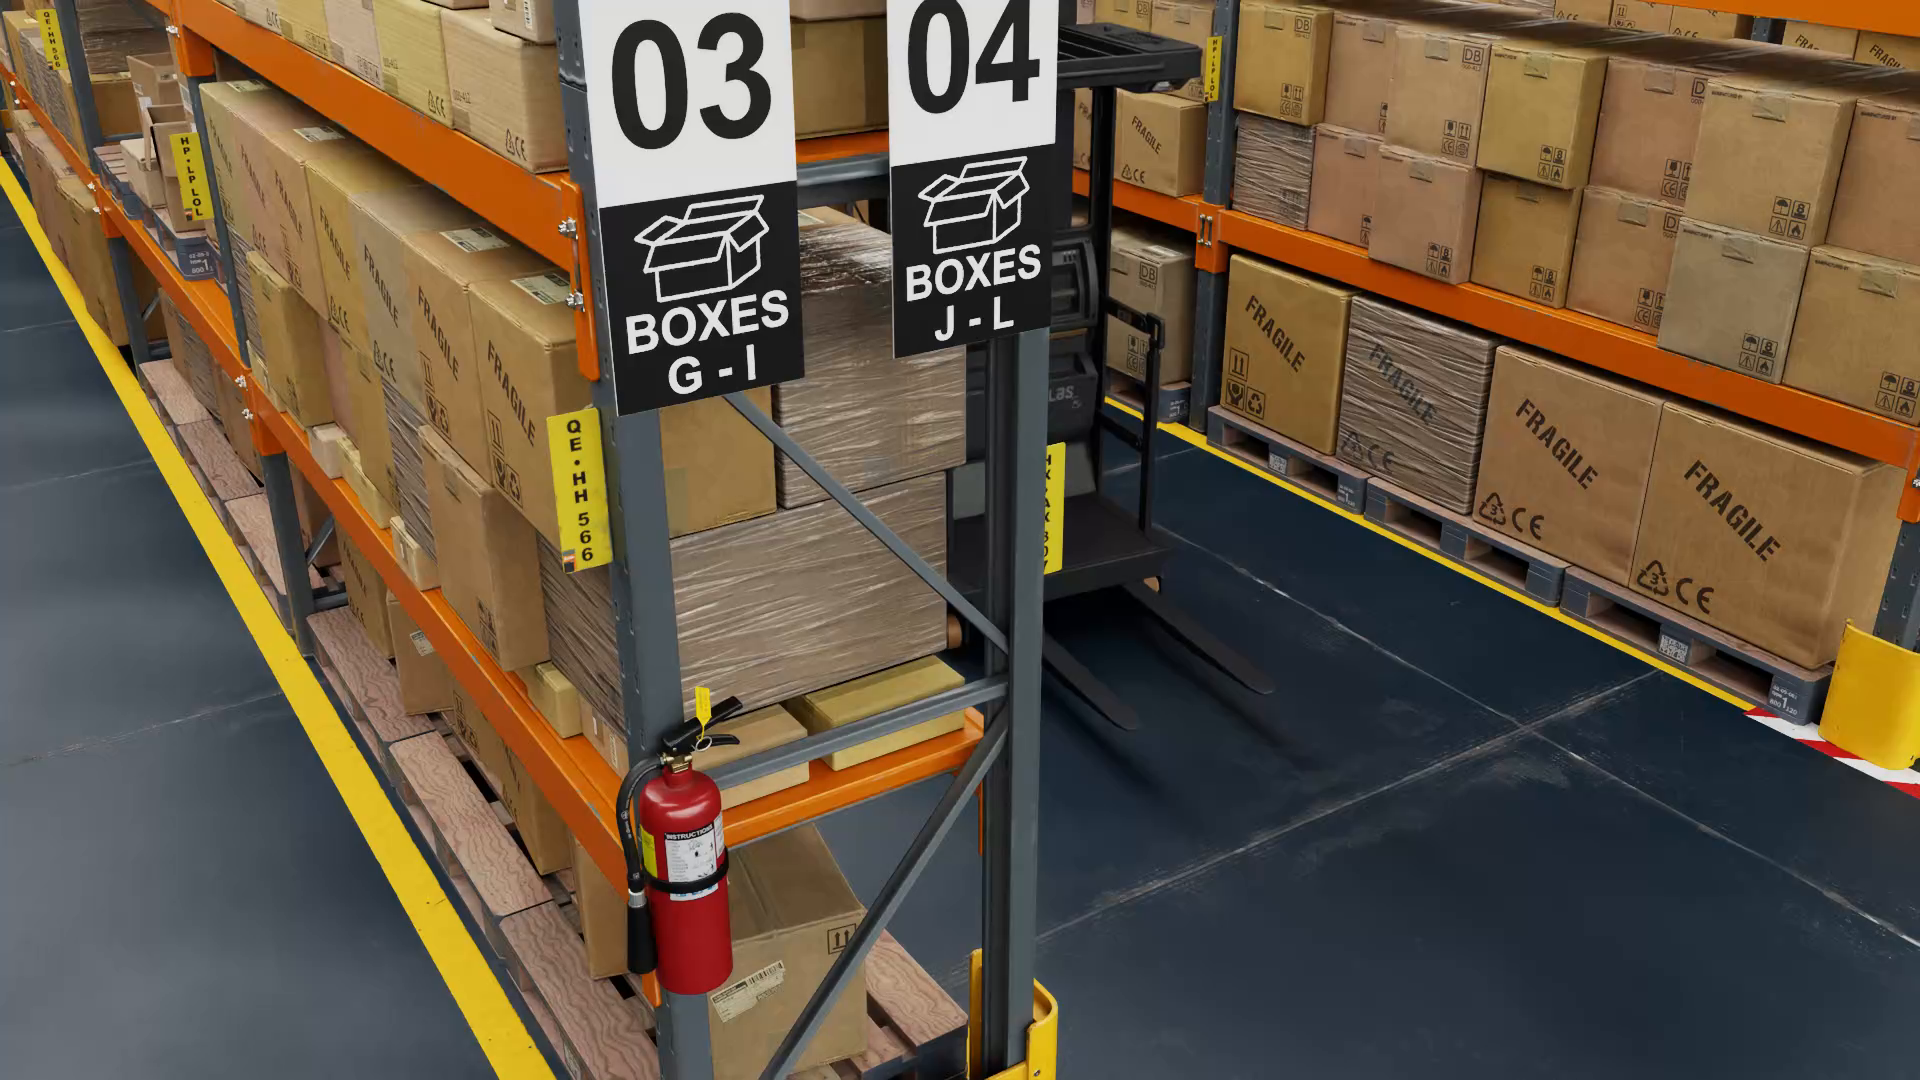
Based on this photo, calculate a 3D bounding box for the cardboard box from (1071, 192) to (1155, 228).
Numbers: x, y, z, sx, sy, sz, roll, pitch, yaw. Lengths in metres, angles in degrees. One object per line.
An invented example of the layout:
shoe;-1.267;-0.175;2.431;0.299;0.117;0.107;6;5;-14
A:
cardboard box;0.834;-1.818;10.731;1.050;0.750;0.750;-16;29;-30

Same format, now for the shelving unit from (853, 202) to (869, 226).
shelving unit;4.522;-4.004;10.577;11.920;5.104;1.038;-12;27;-24

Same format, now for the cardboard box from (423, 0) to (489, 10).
cardboard box;-0.954;-1.237;3.551;0.380;0.149;0.250;-17;30;-32

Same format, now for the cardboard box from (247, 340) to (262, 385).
cardboard box;-2.574;-0.718;6.552;0.380;0.149;0.250;-16;29;-30

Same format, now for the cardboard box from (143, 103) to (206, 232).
cardboard box;-3.463;-1.814;7.966;0.797;0.503;0.637;-12;28;-24

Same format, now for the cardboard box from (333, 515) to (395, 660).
cardboard box;-2.254;0.114;6.931;0.500;0.500;0.500;-17;30;-31

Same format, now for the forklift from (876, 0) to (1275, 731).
forklift;0.269;-1.056;7.054;1.121;2.935;3.031;-12;28;-23

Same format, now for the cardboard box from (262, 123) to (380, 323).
cardboard box;-1.860;-1.033;5.288;0.500;0.500;0.500;-16;29;-30

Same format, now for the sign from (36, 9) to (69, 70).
sign;-5.086;-2.803;9.317;0.100;0.325;0.005;-16;29;-30

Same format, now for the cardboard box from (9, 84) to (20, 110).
cardboard box;-8.077;-3.964;15.131;0.875;0.875;0.875;-16;29;-30

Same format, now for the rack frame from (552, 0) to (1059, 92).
rack frame;-0.256;-2.261;2.499;1.000;3.000;0.127;-16;29;-30

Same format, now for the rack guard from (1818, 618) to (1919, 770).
rack guard;3.968;0.471;6.667;1.175;0.500;0.348;-16;29;-30

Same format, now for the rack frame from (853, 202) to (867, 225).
rack frame;-0.598;-1.466;8.896;0.380;1.831;0.006;-12;27;-24

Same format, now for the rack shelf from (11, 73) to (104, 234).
rack shelf;-5.715;-2.800;11.510;1.077;0.370;4.000;-16;29;-30

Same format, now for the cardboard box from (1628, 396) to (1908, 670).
cardboard box;3.530;-0.124;6.997;0.875;0.875;0.875;-15;29;-29

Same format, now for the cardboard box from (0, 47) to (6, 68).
cardboard box;-7.388;-3.852;13.190;0.380;0.149;0.250;-15;29;-29

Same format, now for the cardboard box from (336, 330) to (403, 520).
cardboard box;-1.505;-0.450;5.397;0.875;0.649;0.860;-16;29;-30

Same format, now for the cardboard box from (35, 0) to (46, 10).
cardboard box;-6.086;-3.865;11.630;0.797;0.503;0.637;-15;29;-29

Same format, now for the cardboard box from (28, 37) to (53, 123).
cardboard box;-5.930;-3.121;11.229;0.500;0.500;0.500;-15;29;-29

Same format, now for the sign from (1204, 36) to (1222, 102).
sign;1.322;-2.457;8.677;0.100;0.325;0.005;-16;29;-30

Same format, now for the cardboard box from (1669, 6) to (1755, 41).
cardboard box;5.419;-3.770;11.765;0.500;0.500;0.500;-16;30;-31

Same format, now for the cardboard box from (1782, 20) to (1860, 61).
cardboard box;5.871;-3.246;11.147;0.500;0.500;0.500;-16;29;-30

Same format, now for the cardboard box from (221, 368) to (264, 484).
cardboard box;-3.307;-0.647;8.520;0.730;0.500;0.544;-16;30;-31

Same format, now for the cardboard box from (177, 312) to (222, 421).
cardboard box;-3.927;-1.048;9.369;0.700;0.500;0.500;-18;31;-34

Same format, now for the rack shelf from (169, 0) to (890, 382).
rack shelf;-1.347;-1.295;4.808;1.077;0.370;4.000;-16;29;-30

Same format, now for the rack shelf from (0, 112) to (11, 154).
rack shelf;-10.874;-0.711;6.243;15.819;3.000;15.968;-16;29;-30

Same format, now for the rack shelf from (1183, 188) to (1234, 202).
rack shelf;0.680;-2.577;10.809;0.919;0.124;3.809;-16;29;-30

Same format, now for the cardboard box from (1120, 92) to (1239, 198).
cardboard box;1.263;-2.268;9.424;0.500;0.500;0.500;-16;29;-30

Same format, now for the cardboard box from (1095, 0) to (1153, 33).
cardboard box;1.213;-2.956;9.709;0.700;0.500;0.500;-16;30;-30

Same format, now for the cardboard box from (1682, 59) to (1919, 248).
cardboard box;3.408;-1.541;6.560;0.875;0.550;0.550;-16;29;-30

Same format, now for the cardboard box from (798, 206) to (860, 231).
cardboard box;-0.595;-0.621;4.415;0.500;0.500;0.500;-16;29;-30

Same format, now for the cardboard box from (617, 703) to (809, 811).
cardboard box;-0.584;0.511;3.947;0.380;0.149;0.250;-16;29;-30

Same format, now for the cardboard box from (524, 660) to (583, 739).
cardboard box;-0.900;0.344;4.301;0.380;0.149;0.250;-16;29;-30

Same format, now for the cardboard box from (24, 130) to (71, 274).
cardboard box;-7.353;-3.655;13.757;1.225;1.489;5.750;-17;30;-31

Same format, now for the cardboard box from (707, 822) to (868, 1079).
cardboard box;-0.582;1.165;4.705;0.500;0.500;0.500;-10;27;-20

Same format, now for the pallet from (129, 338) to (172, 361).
pallet;-4.990;-1.448;11.071;1.003;0.211;1.213;-16;29;-30

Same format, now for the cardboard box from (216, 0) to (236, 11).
cardboard box;-2.115;-1.859;5.336;0.500;0.250;0.500;-16;30;-30

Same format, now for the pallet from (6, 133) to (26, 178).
pallet;-10.994;-1.999;10.716;11.163;1.510;7.627;-16;29;-30

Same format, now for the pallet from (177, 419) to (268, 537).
pallet;-3.536;-0.433;8.920;1.003;0.211;1.213;-16;29;-30

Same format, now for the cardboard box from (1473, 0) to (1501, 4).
cardboard box;4.318;-4.501;13.313;0.500;0.500;0.500;-15;29;-29

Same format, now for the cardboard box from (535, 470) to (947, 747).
cardboard box;-0.533;0.069;4.125;0.875;0.500;0.500;-16;29;-30

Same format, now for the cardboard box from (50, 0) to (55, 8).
cardboard box;-5.362;-3.408;10.662;0.797;0.503;0.637;-15;29;-28

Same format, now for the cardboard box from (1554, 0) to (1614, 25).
cardboard box;4.871;-4.133;12.534;0.500;0.500;0.500;-14;29;-28

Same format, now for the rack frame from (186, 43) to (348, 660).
rack frame;-2.439;-0.979;6.810;1.000;3.000;0.127;-16;29;-30

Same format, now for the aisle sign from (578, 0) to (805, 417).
aisle sign;-0.473;-0.632;3.029;0.394;0.787;0.004;-16;29;-30

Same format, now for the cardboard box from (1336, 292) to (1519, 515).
cardboard box;2.552;-0.765;8.354;0.875;0.875;0.875;-15;29;-29

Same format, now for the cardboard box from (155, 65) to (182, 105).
cardboard box;-3.906;-2.285;8.967;0.700;0.500;0.500;-11;27;-22

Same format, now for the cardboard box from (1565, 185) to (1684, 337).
cardboard box;3.196;-1.279;7.270;0.875;0.550;0.550;-16;29;-30

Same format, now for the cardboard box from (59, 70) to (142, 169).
cardboard box;-5.100;-2.574;10.071;0.500;0.500;0.500;-15;29;-28

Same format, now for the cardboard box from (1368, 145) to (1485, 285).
cardboard box;2.498;-1.625;8.004;0.875;0.550;0.550;-16;29;-30

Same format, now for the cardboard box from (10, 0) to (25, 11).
cardboard box;-7.281;-4.348;12.896;0.500;0.500;0.500;-15;29;-28

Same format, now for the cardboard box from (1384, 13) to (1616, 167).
cardboard box;2.522;-2.120;7.787;0.875;0.550;0.550;-16;29;-30

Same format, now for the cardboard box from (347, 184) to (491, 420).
cardboard box;-1.312;-0.676;4.532;0.500;0.500;0.500;-16;29;-30

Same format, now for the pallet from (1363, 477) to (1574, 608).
pallet;2.791;-0.111;8.237;1.003;0.211;1.213;-16;29;-30

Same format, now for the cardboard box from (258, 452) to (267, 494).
cardboard box;-3.001;-0.447;8.096;0.700;0.500;0.500;-16;29;-30

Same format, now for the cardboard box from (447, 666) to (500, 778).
cardboard box;-1.531;0.521;6.070;0.500;0.500;0.500;-19;31;-34

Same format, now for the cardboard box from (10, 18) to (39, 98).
cardboard box;-6.490;-3.483;11.998;0.500;0.500;0.500;-15;29;-29

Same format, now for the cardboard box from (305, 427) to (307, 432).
cardboard box;-2.144;-0.456;5.996;0.380;0.149;0.250;-16;29;-30

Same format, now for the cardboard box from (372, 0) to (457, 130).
cardboard box;-1.007;-1.128;3.788;0.500;0.250;0.500;-15;29;-29

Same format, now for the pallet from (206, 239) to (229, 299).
pallet;-2.735;-1.200;7.502;1.003;0.211;1.213;-16;29;-30
